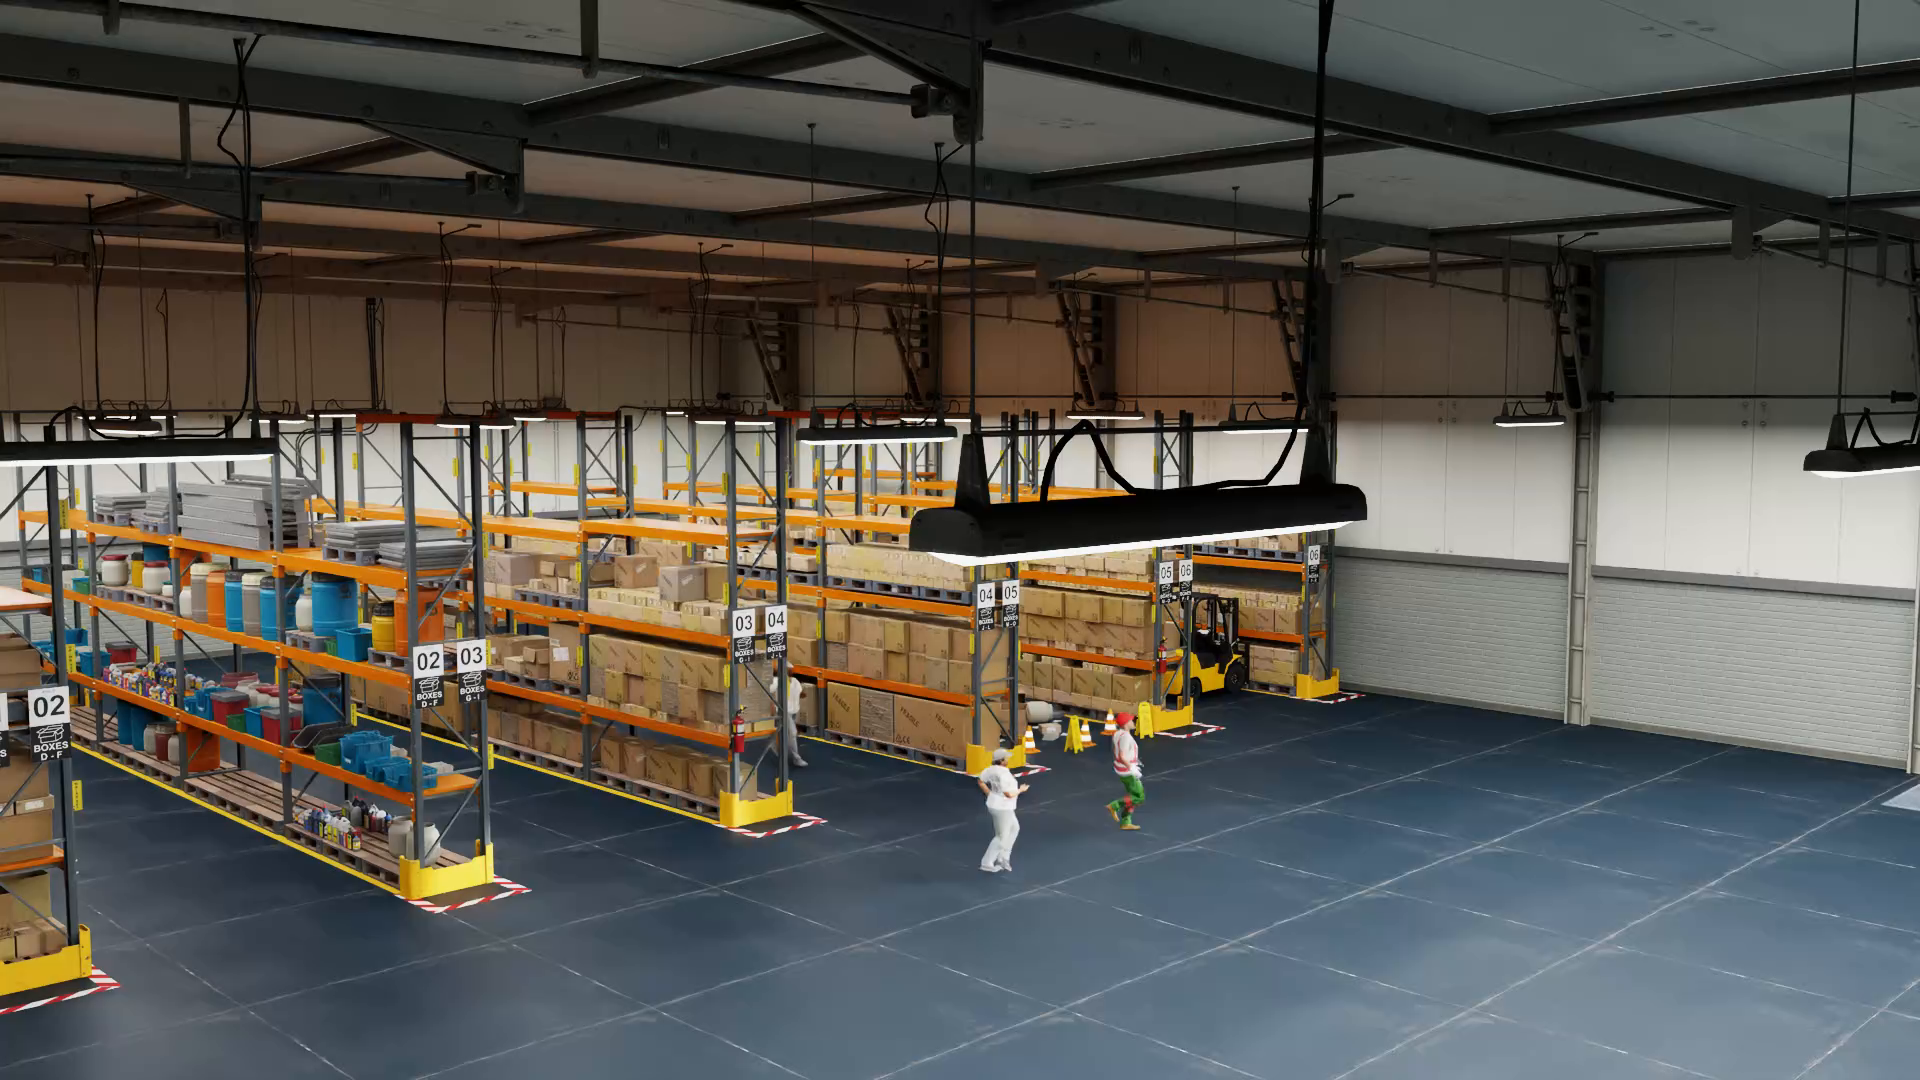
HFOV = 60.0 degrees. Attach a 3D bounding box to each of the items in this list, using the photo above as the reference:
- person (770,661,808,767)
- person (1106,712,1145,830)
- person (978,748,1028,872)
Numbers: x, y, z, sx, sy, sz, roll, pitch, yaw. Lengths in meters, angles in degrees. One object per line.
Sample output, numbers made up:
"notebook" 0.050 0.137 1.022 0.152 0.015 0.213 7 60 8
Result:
"person" -2.948 2.947 28.511 0.990 1.750 0.701 4 6 36
"person" 2.393 3.369 24.227 0.596 1.737 0.669 -1 5 -10
"person" 0.568 3.601 22.035 0.673 1.709 0.582 -1 5 -16
